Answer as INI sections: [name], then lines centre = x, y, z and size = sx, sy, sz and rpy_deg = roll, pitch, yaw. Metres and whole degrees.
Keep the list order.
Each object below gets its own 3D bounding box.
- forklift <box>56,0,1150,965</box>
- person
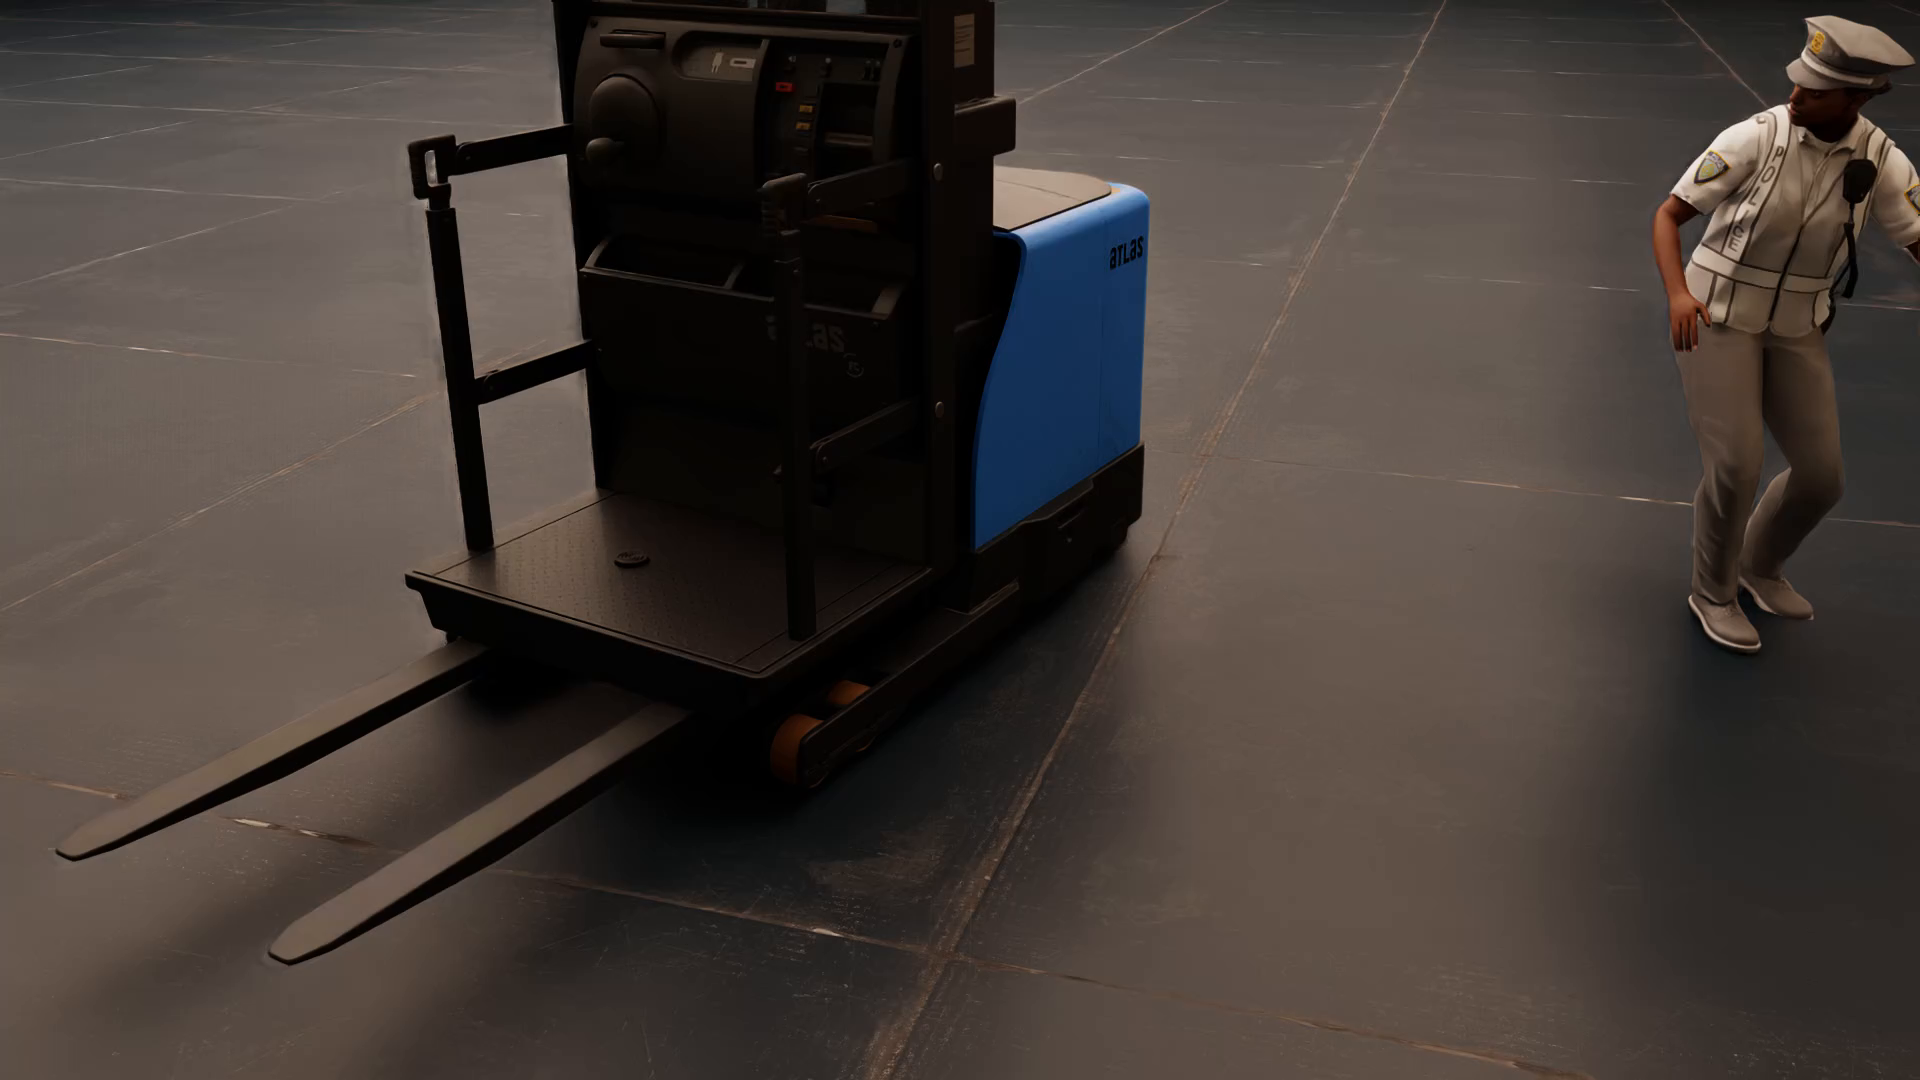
[forklift]
centre = -0.634, -0.994, 3.688
size = 1.130, 2.935, 3.031
rpy_deg = 13, 26, 29
[person]
centre = 2.127, -0.490, 4.252
size = 0.700, 1.612, 0.669
rpy_deg = 0, 22, -1
